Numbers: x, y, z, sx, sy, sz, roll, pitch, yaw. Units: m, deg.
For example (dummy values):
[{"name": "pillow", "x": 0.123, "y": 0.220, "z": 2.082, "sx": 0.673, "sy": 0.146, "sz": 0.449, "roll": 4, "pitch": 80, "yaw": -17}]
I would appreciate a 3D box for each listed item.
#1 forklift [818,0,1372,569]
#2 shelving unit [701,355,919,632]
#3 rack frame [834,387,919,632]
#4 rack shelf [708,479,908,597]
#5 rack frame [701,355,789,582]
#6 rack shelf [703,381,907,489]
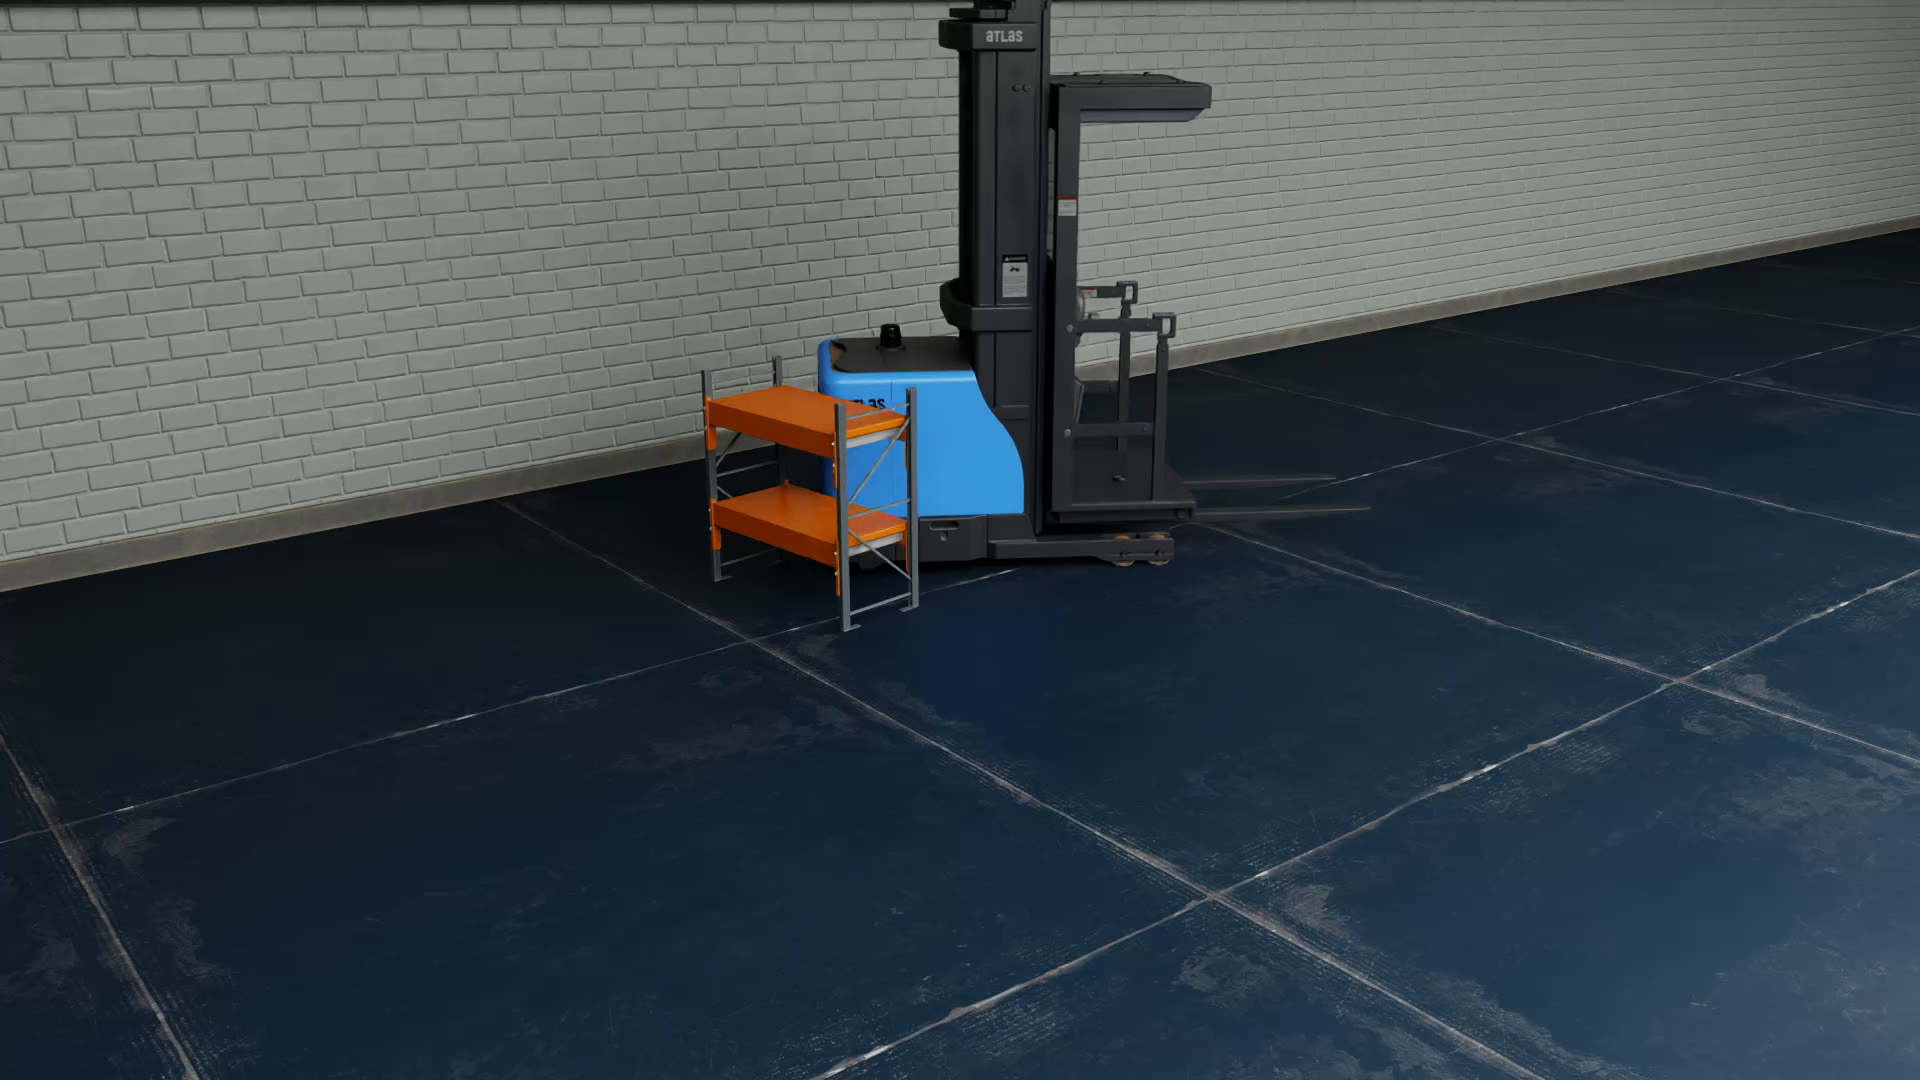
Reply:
[{"name": "forklift", "x": 0.738, "y": -1.411, "z": 8.962, "sx": 3.031, "sy": 2.935, "sz": 1.130, "roll": -2, "pitch": 18, "yaw": -5}, {"name": "shelving unit", "x": -0.755, "y": -0.260, "z": 8.358, "sx": 1.048, "sy": 1.125, "sz": 0.538, "roll": 17, "pitch": 25, "yaw": 42}, {"name": "rack frame", "x": -0.395, "y": -0.147, "z": 8.018, "sx": 0.032, "sy": 1.125, "sz": 0.500, "roll": 17, "pitch": 25, "yaw": 42}, {"name": "rack shelf", "x": -0.755, "y": -0.028, "z": 8.435, "sx": 1.000, "sy": 0.278, "sz": 0.538, "roll": 17, "pitch": 25, "yaw": 42}, {"name": "rack frame", "x": -1.116, "y": -0.373, "z": 8.698, "sx": 0.032, "sy": 1.125, "sz": 0.500, "roll": 17, "pitch": 25, "yaw": 42}, {"name": "rack shelf", "x": -0.755, "y": -0.538, "z": 8.266, "sx": 1.000, "sy": 0.278, "sz": 0.538, "roll": 17, "pitch": 25, "yaw": 42}]
